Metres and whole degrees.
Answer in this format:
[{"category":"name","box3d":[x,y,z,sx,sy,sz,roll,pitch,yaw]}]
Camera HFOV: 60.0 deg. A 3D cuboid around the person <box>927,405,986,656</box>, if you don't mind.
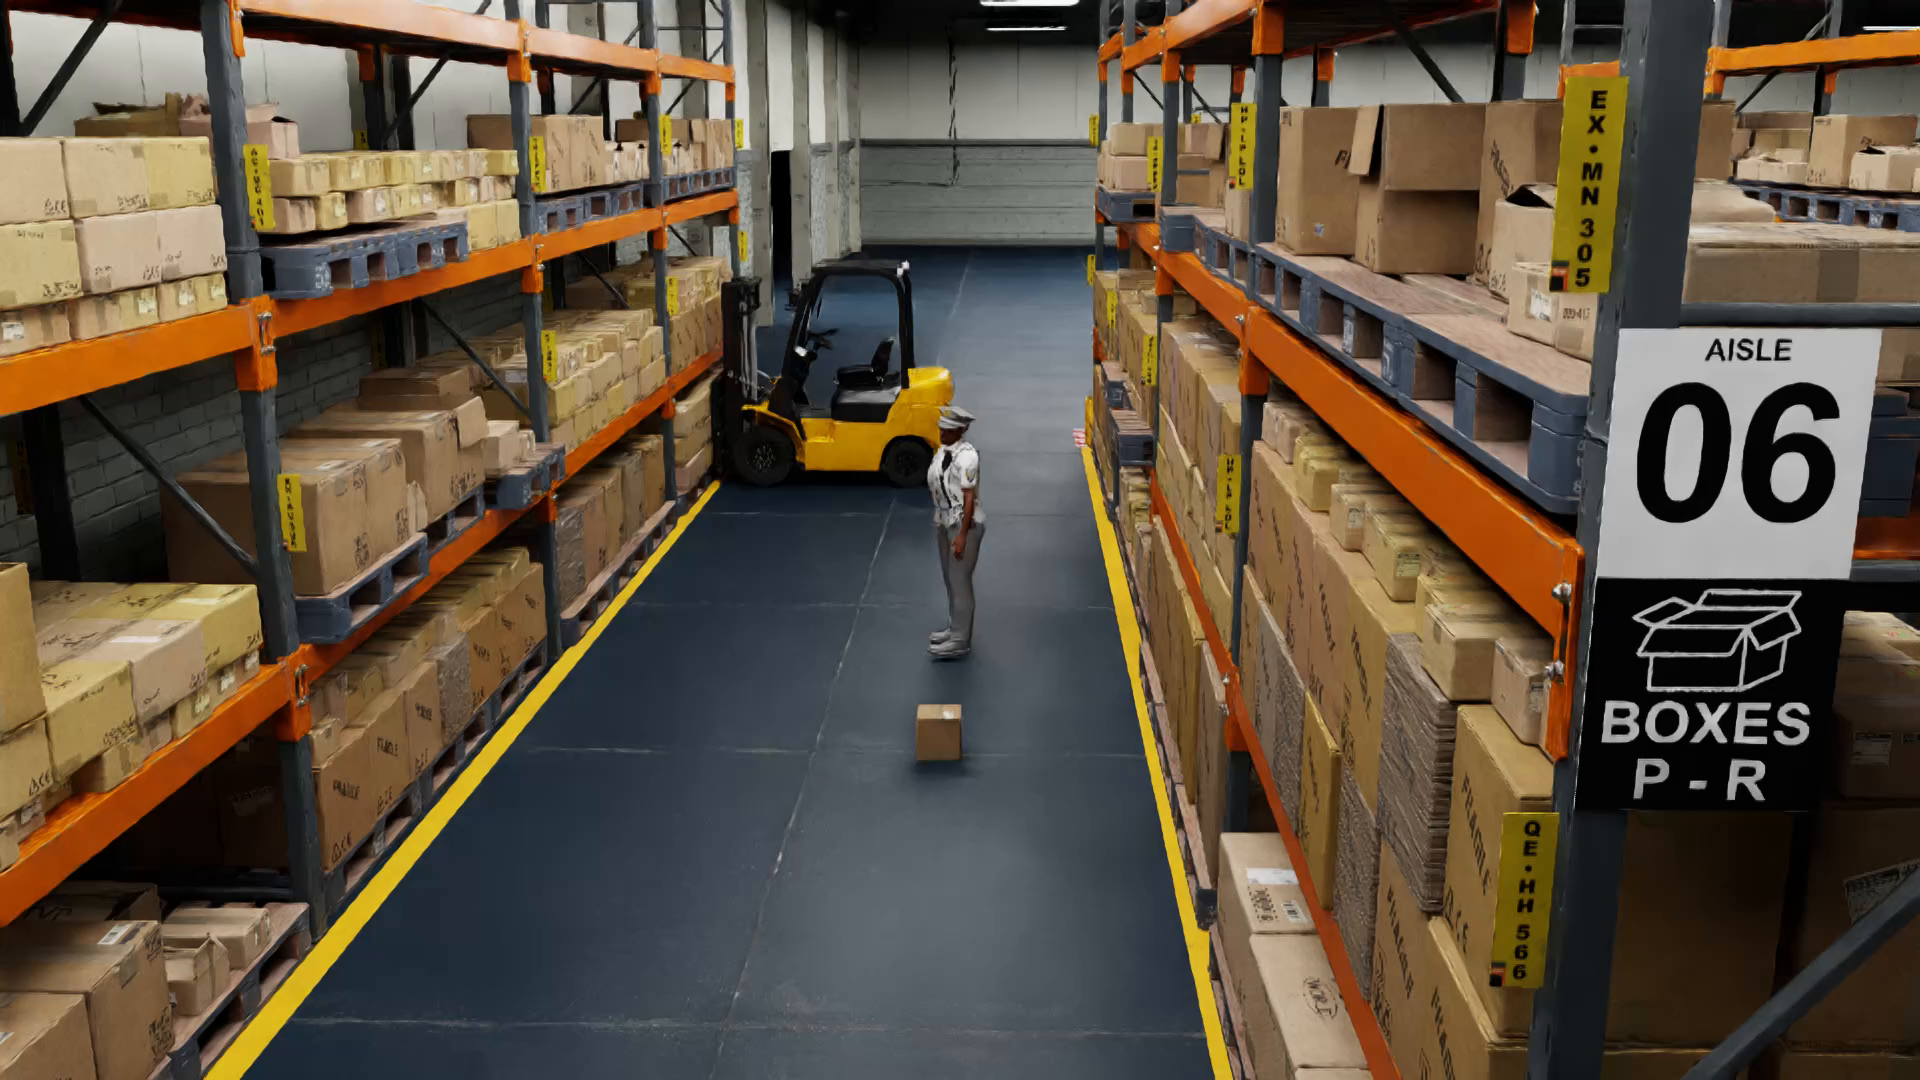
[{"category":"person","box3d":[-0.070,-0.072,11.154,0.438,1.686,0.538,-6,15,-24]}]
